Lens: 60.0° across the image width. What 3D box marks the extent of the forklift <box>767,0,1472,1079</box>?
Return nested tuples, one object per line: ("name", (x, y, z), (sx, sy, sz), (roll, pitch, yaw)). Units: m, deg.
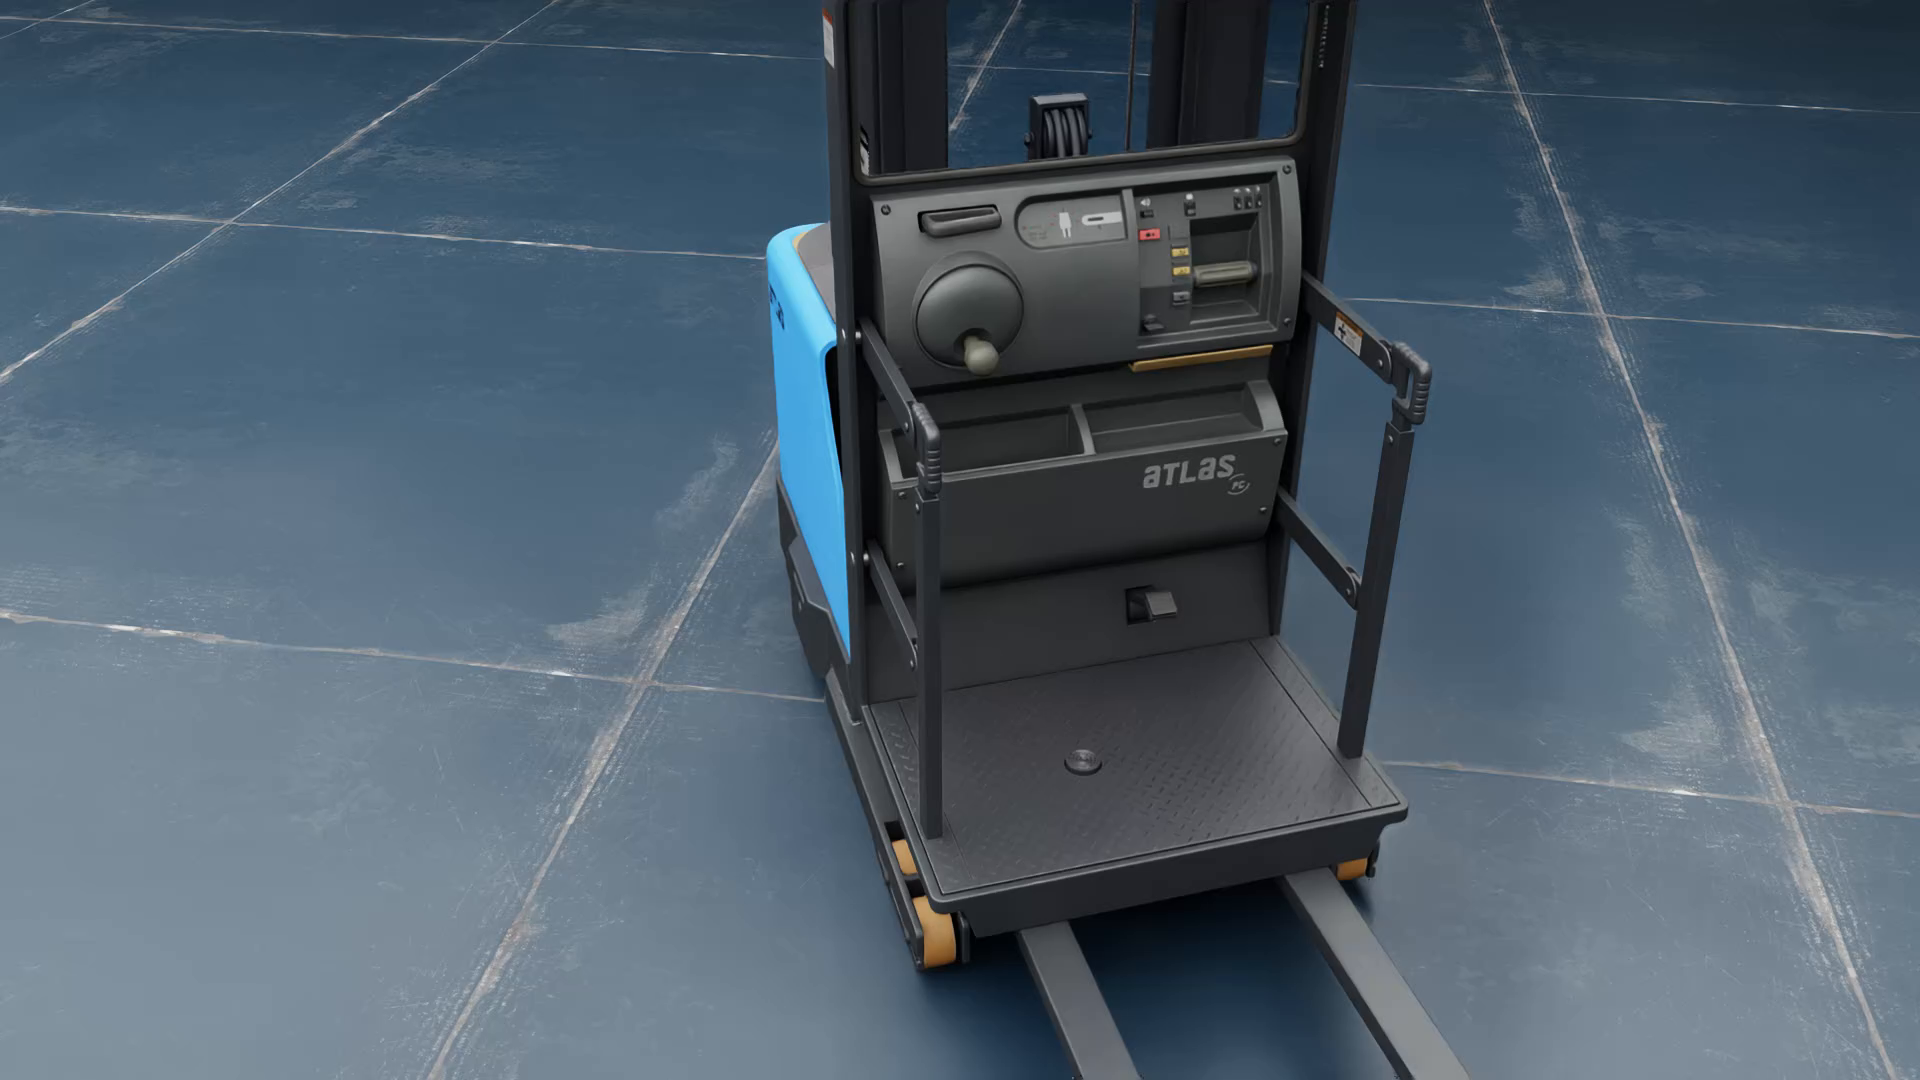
("forklift", (0.341, -0.519, 3.316), (1.130, 2.935, 3.031), (-9, 33, -13))
